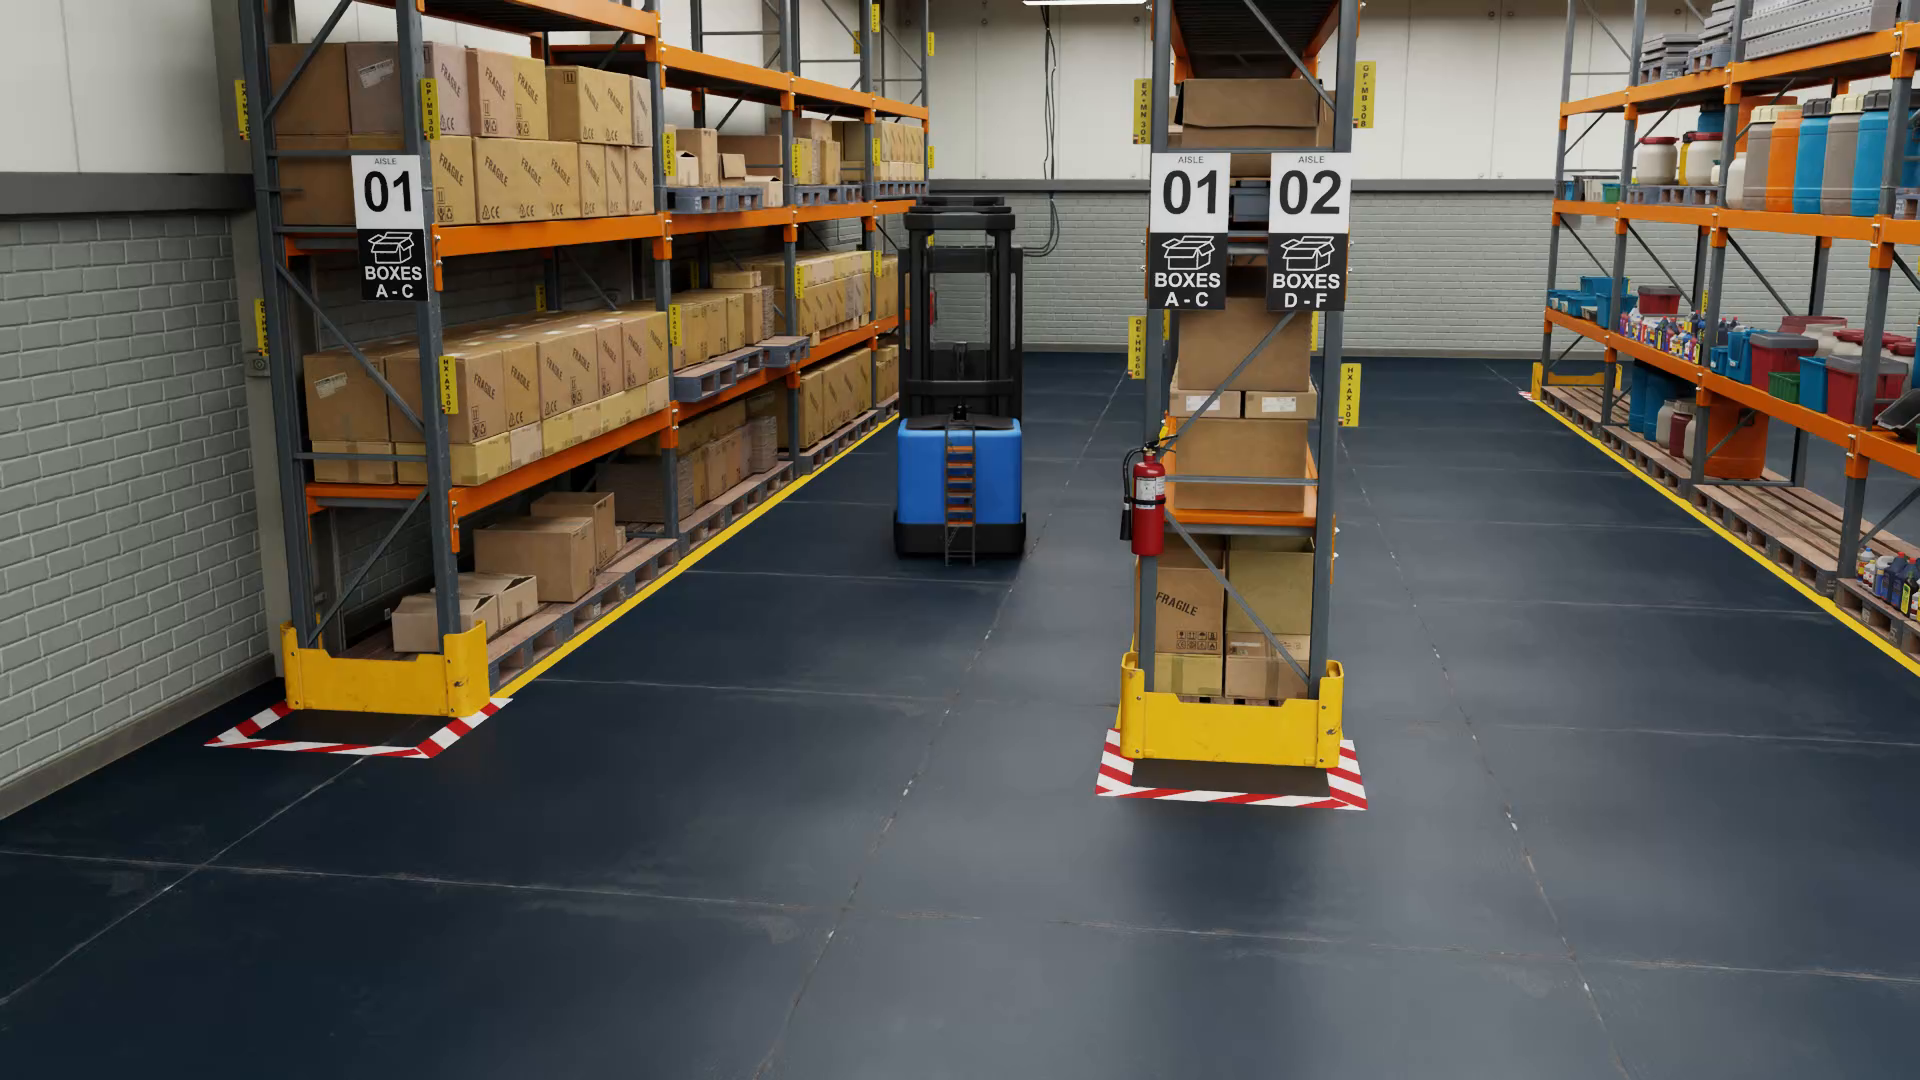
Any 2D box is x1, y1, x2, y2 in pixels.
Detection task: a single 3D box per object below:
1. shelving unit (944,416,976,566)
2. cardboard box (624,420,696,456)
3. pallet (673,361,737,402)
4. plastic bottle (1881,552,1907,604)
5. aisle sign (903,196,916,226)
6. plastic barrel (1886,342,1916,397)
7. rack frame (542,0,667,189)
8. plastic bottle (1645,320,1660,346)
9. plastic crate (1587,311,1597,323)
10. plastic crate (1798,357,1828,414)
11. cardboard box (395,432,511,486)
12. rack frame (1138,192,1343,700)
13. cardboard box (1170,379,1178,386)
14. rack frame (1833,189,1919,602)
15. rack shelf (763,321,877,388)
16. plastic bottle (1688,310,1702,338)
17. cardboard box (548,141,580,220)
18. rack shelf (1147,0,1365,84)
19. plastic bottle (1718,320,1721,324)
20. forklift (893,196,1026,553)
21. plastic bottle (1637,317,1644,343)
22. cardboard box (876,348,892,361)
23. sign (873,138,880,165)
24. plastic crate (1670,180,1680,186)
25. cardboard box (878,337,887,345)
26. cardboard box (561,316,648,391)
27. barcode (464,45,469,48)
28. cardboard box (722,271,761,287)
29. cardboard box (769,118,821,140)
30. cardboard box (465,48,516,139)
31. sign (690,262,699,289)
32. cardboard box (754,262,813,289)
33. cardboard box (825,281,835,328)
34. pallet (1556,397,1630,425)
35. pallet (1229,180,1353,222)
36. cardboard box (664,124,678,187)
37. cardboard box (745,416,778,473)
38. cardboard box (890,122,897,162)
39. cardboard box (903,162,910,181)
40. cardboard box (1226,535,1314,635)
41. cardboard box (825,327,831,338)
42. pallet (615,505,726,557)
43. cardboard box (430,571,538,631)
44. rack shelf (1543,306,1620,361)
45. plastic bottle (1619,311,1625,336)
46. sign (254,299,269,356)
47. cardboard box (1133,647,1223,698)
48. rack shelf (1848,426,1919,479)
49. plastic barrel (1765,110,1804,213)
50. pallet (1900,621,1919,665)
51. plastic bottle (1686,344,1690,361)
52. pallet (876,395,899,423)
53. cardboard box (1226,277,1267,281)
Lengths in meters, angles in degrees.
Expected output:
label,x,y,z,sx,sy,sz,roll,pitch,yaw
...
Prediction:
label,x,y,z,sx,sy,sz,roll,pitch,yaw
shelving unit,0.001,-0.392,13.464,0.258,1.200,0.189,0,12,0
cardboard box,-2.647,-0.907,14.689,0.500,0.250,0.500,2,12,7
pallet,-2.547,-1.362,14.148,1.003,0.211,1.213,2,12,9
plastic bottle,6.447,0.254,11.437,0.144,0.351,0.185,2,12,10
aisle sign,-0.655,-5.075,24.753,0.394,0.787,0.004,2,12,9
plastic barrel,7.345,-1.239,12.799,0.433,0.535,0.433,0,12,0
rack frame,-2.808,-4.234,12.780,1.000,3.000,0.127,2,12,9
plastic bottle,7.586,-2.260,18.154,0.152,0.276,0.135,2,12,9
plastic crate,8.118,-2.782,20.794,0.437,0.125,0.590,2,12,9
plastic crate,6.843,-1.212,13.036,0.392,0.384,0.575,2,12,9
cardboard box,-3.035,-0.496,9.985,0.500,0.250,0.500,2,12,7
rack frame,1.472,-0.309,8.807,1.000,3.000,0.127,2,12,9
cardboard box,1.381,-0.815,9.379,0.380,0.149,0.250,2,12,10
rack frame,6.981,-0.980,11.922,1.000,3.000,0.127,2,12,9
rack shelf,-1.886,-2.199,19.283,1.077,0.370,4.000,2,12,9
plastic bottle,8.222,-2.386,18.561,0.144,0.351,0.185,2,12,9
cardboard box,-2.870,-2.386,11.041,0.500,0.500,0.500,3,12,12
rack shelf,1.779,-3.111,10.224,1.077,0.370,4.000,2,12,9
plastic bottle,8.316,-2.283,18.263,0.152,0.276,0.135,2,12,9
forklift,0.004,-1.578,14.860,1.130,2.935,3.031,0,12,0
plastic bottle,7.597,-2.341,18.514,0.061,0.283,0.133,2,12,9
cardboard box,-1.129,-2.485,22.300,0.380,0.149,0.250,2,12,11
sign,-1.040,-4.824,20.663,0.100,0.325,0.005,2,12,9
plastic crate,8.673,-4.298,20.506,0.497,0.269,0.590,2,12,9
cardboard box,-1.266,-2.826,23.882,0.380,0.149,0.250,2,12,9
cardboard box,-2.647,-1.392,12.360,0.500,0.500,0.500,2,12,8
barcode,-3.447,-3.421,11.617,0.001,0.075,0.075,2,12,9
cardboard box,-2.217,-2.642,16.812,0.380,0.149,0.250,0,12,1
cardboard box,-1.913,-4.769,19.321,0.500,0.250,0.500,1,12,7
cardboard box,-2.997,-2.657,9.926,0.500,0.500,0.500,2,12,8
sign,-2.742,-2.717,17.234,0.100,0.325,0.005,2,12,9
cardboard box,-1.864,-2.797,17.580,0.500,0.250,0.500,2,12,10
cardboard box,-1.698,-2.643,18.646,0.500,0.500,0.500,2,12,8
pallet,8.471,-1.691,21.841,1.003,0.211,1.213,2,12,9
pallet,1.606,-1.878,9.179,1.003,0.211,1.213,2,12,9
cardboard box,-2.645,-3.133,13.557,0.500,0.500,0.500,4,13,17
cardboard box,-2.252,-0.976,16.789,0.700,0.500,0.500,2,12,9
cardboard box,-1.118,-5.227,21.849,0.500,0.500,0.500,2,12,7
cardboard box,-0.967,-5.069,22.894,0.500,0.250,0.500,2,12,7
cardboard box,1.849,0.255,9.941,0.500,0.500,0.500,2,12,9
cardboard box,-1.688,-2.402,19.066,0.380,0.149,0.250,2,12,9
pallet,-2.690,-0.100,14.458,1.003,0.211,1.213,2,12,9
cardboard box,-3.140,0.371,10.990,0.500,0.311,0.500,3,13,13
rack shelf,8.519,-2.710,21.657,1.077,0.370,4.000,2,12,9
plastic bottle,7.733,-2.526,19.372,0.061,0.283,0.133,2,12,9
sign,-3.969,-1.211,9.495,0.100,0.325,0.005,2,12,9
cardboard box,1.262,0.709,9.615,0.500,0.250,0.500,2,12,9
rack shelf,6.673,-0.212,10.066,1.077,0.370,4.000,2,12,9
plastic barrel,7.155,-3.189,14.032,0.600,0.830,0.708,2,12,9
pallet,6.651,0.776,10.392,1.003,0.211,1.213,2,12,9
plastic bottle,7.308,-1.885,16.593,0.097,0.201,0.097,0,12,0
pallet,-1.384,-1.759,22.155,1.003,0.211,1.213,2,12,9
cardboard box,1.794,-1.419,10.639,0.700,0.500,0.500,2,12,9
